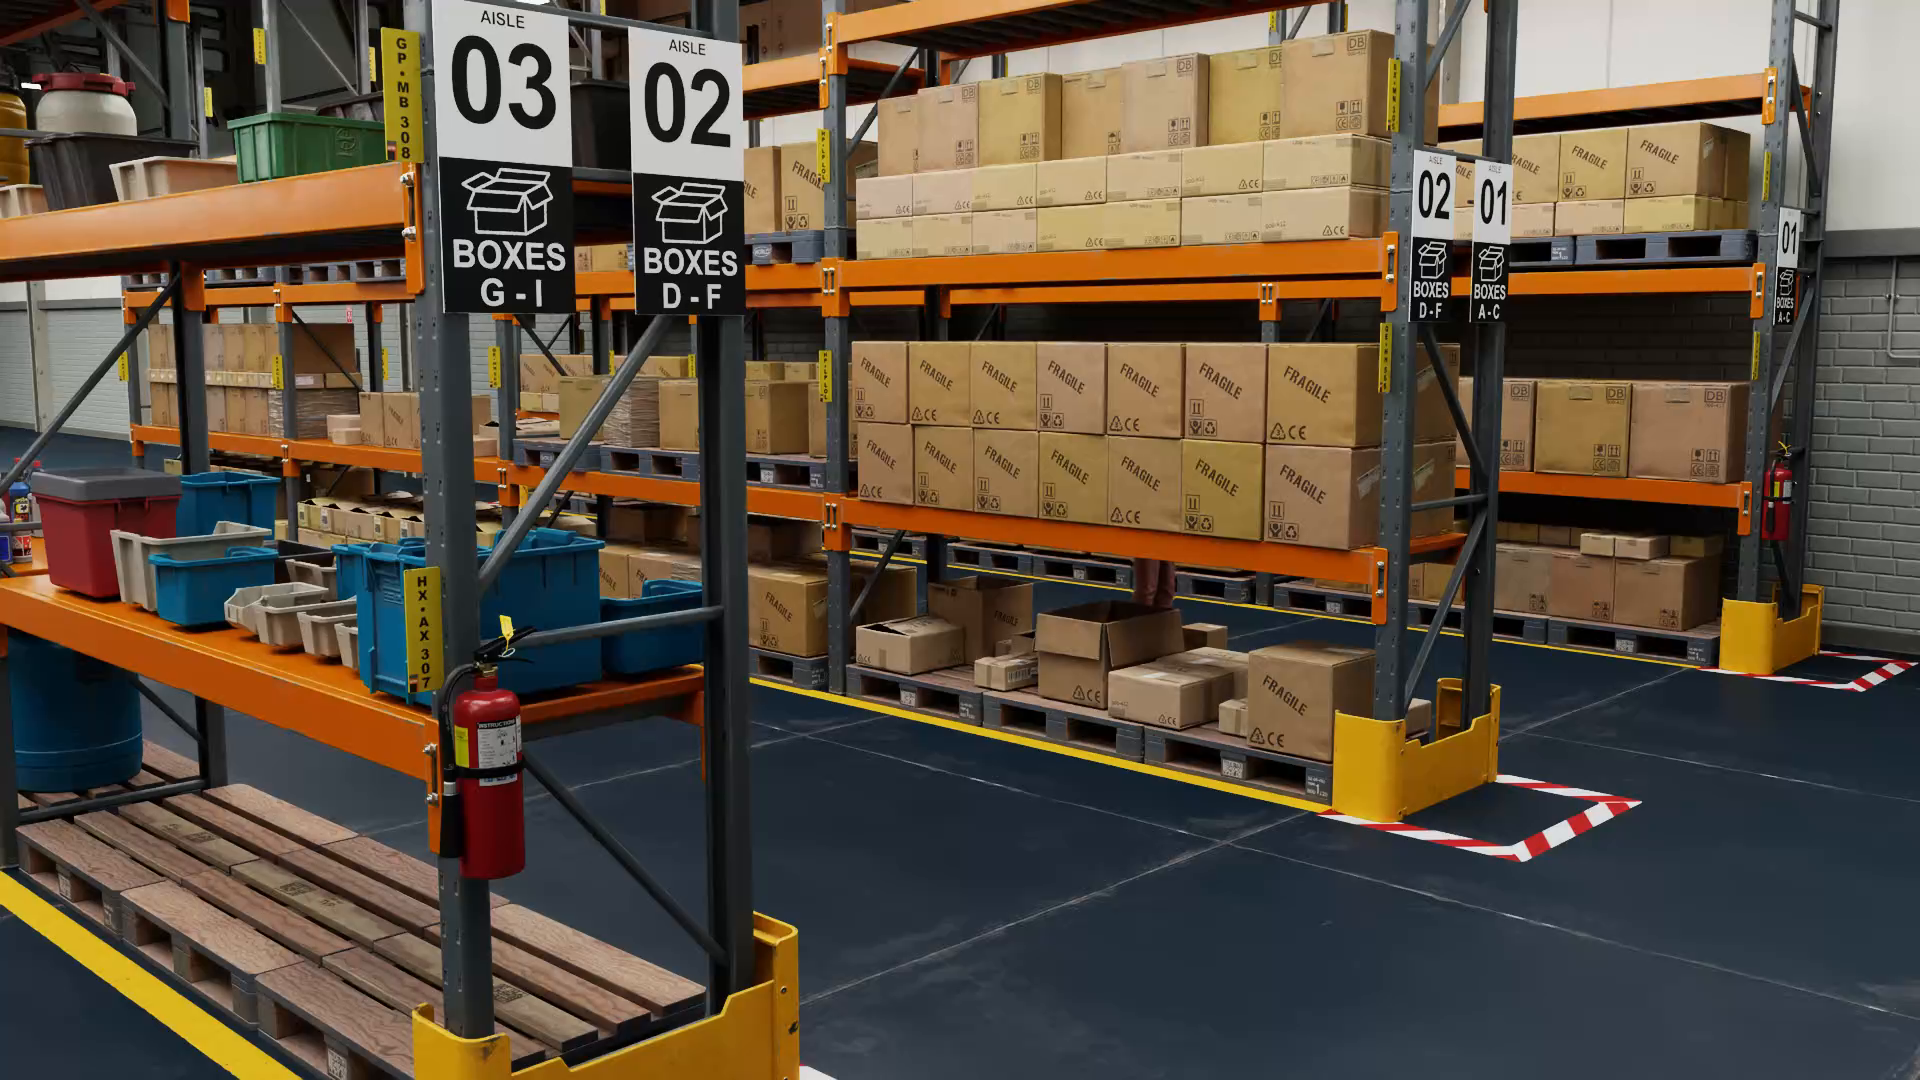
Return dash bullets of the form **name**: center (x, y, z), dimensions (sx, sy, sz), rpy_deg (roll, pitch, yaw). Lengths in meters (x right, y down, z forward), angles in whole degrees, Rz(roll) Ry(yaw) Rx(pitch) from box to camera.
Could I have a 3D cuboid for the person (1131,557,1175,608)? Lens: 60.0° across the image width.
- **person**: center (1.421, 0.004, 12.263), dimensions (0.441, 1.671, 0.361), rpy_deg (-7, 10, -44)
